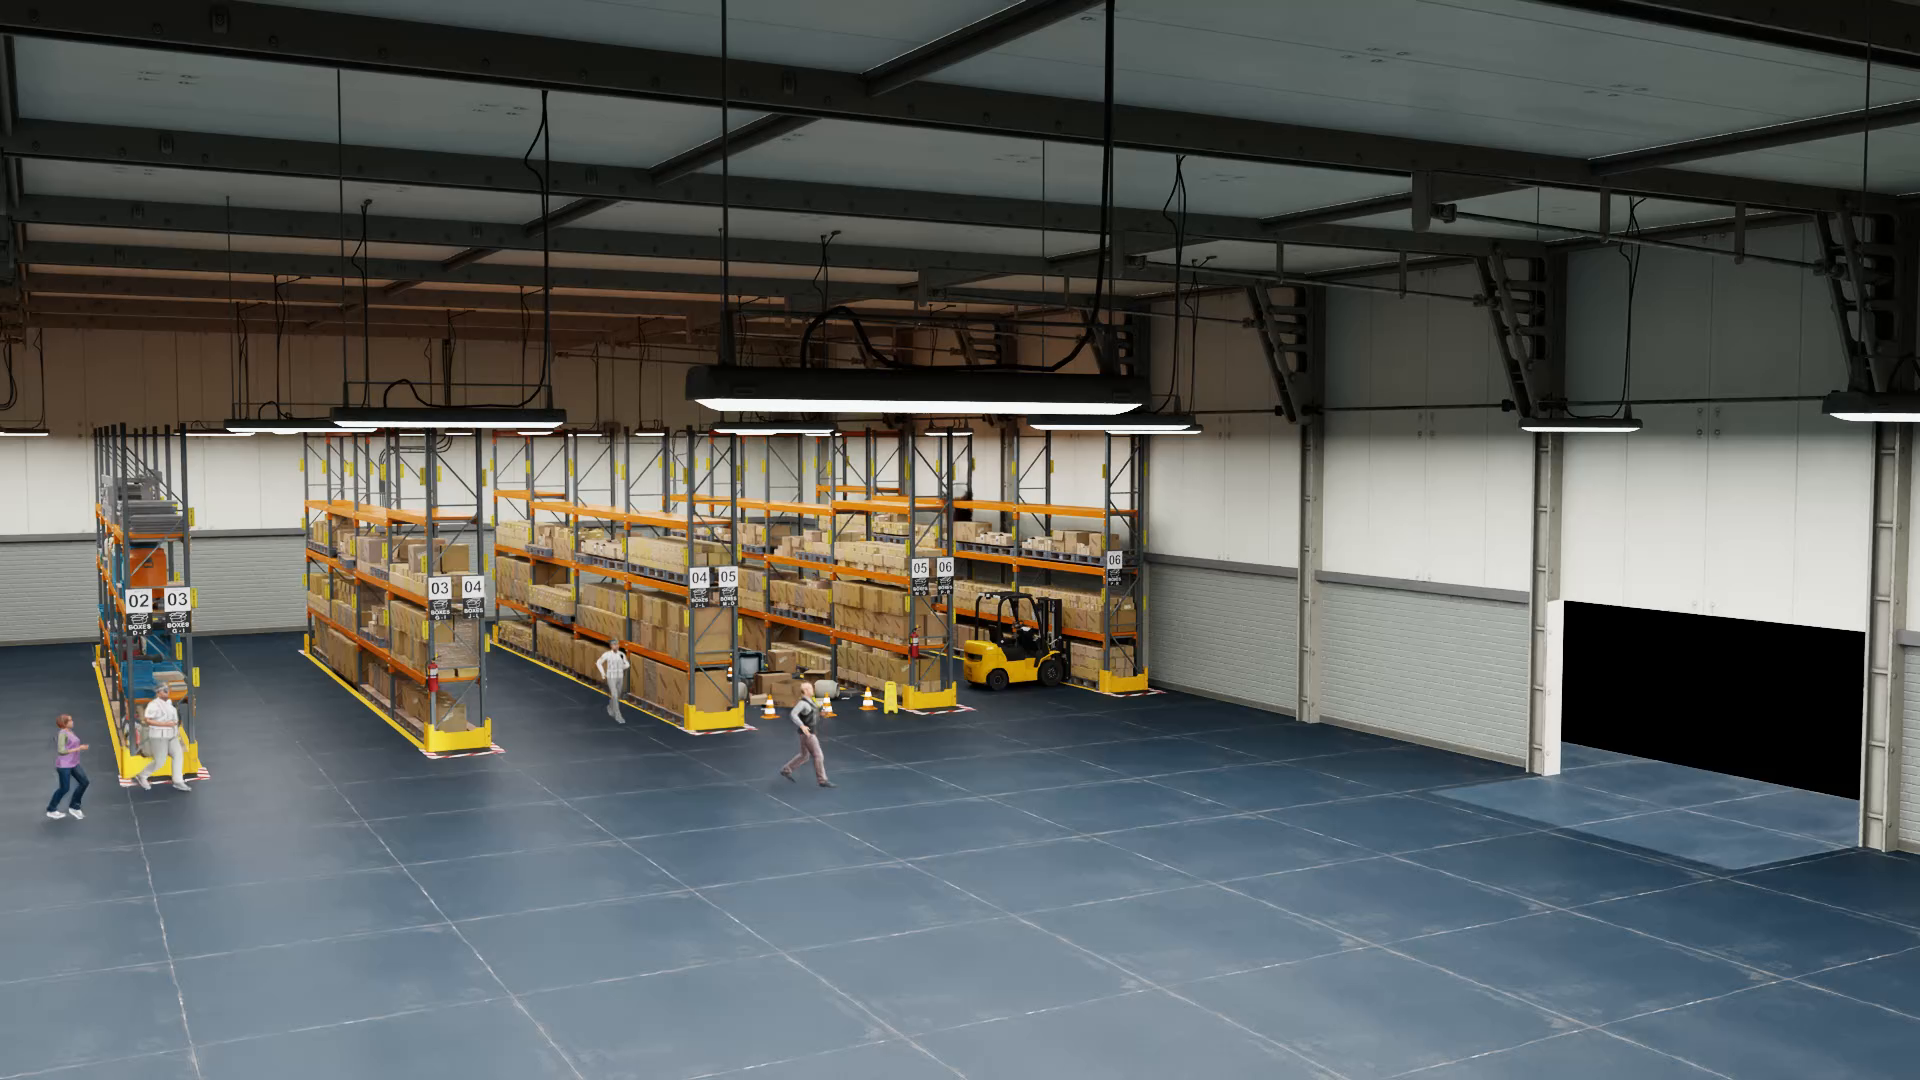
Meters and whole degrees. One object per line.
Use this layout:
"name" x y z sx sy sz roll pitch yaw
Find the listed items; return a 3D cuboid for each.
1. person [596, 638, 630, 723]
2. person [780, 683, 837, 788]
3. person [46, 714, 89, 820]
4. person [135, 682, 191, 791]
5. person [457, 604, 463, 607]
"person" -6.995 2.812 33.704 0.607 1.689 0.935 -3 4 -39
"person" -2.485 3.188 27.215 0.967 1.711 0.654 0 3 2
"person" -13.359 3.411 24.923 0.661 1.624 0.514 0 3 -3
"person" -12.966 3.200 27.020 0.877 1.790 0.684 0 3 5
"person" -13.992 2.063 46.867 0.689 1.648 0.544 2 4 32
